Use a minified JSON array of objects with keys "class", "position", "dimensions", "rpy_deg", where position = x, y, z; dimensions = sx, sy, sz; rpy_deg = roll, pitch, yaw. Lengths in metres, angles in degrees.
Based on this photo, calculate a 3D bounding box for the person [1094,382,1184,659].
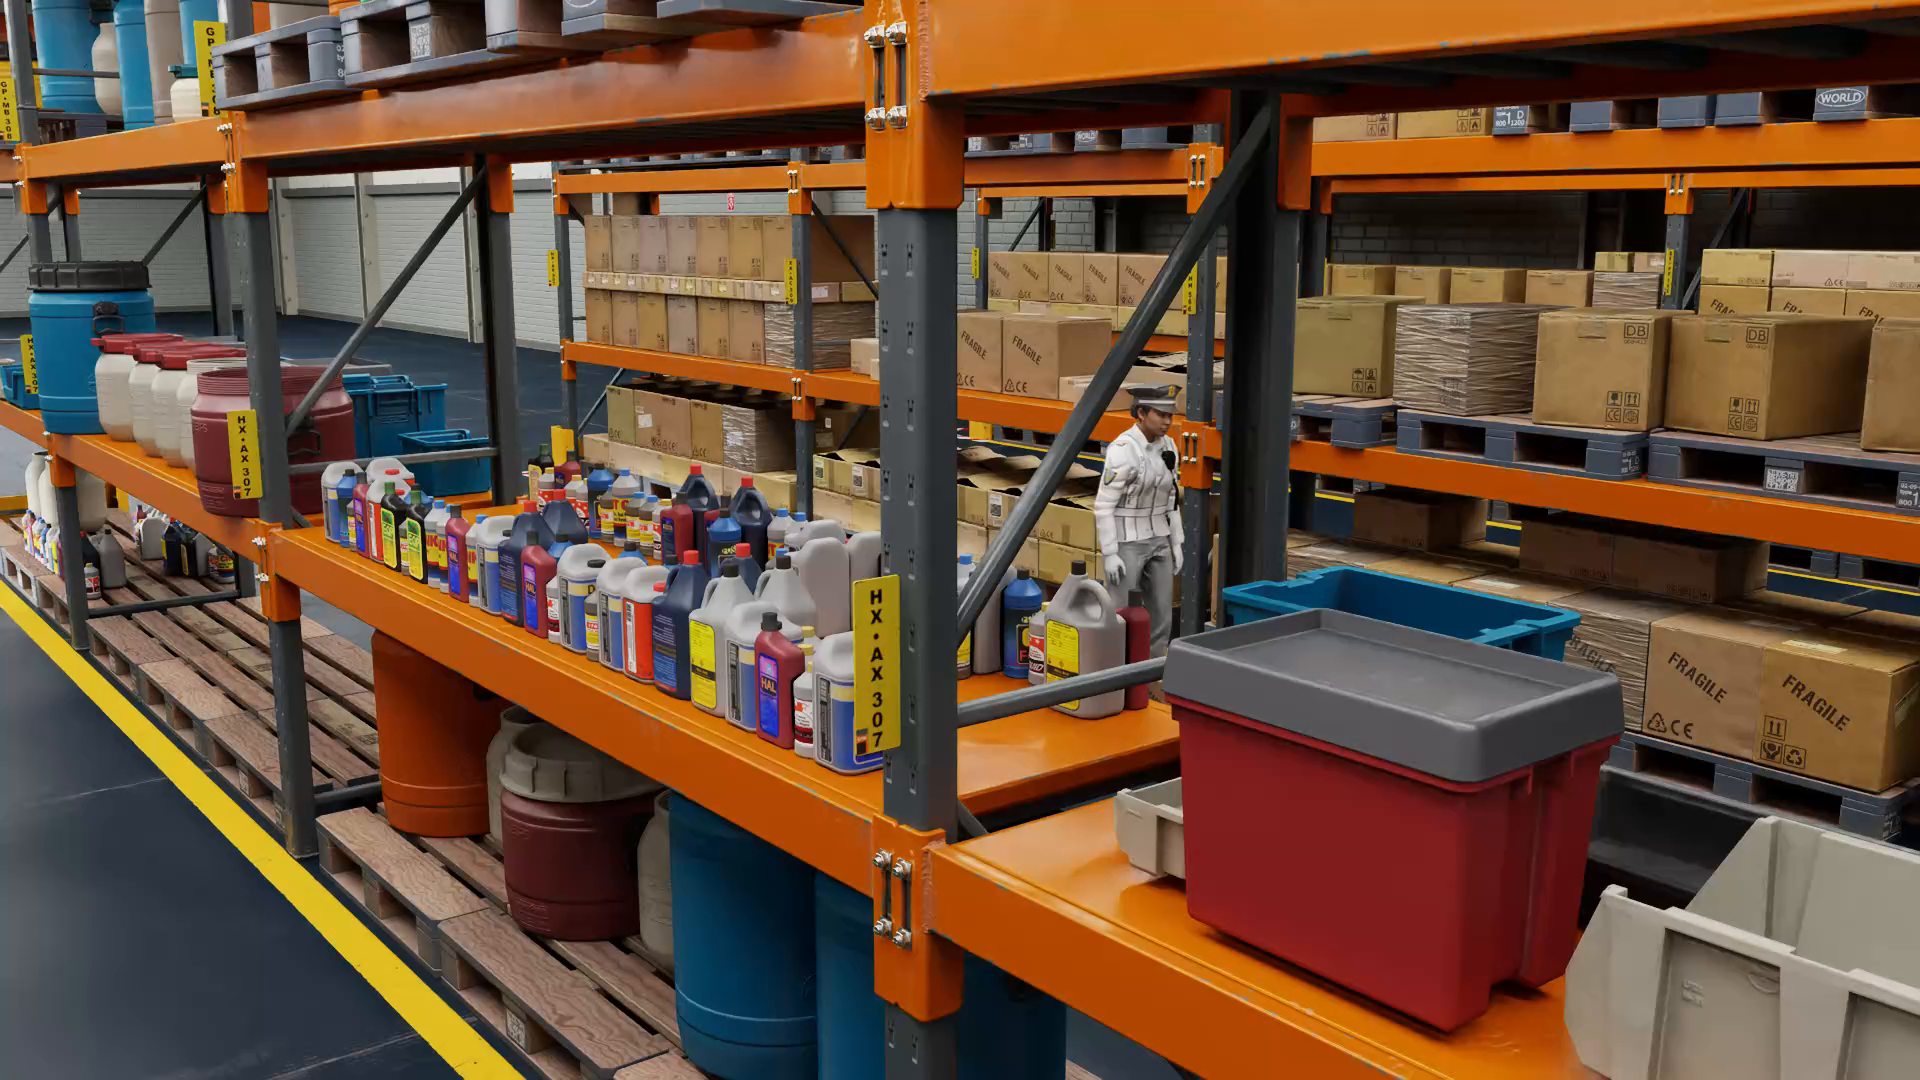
[{"class":"person","position":[0.895,0.058,8.129],"dimensions":[0.530,1.663,0.404],"rpy_deg":[-9,14,-37]}]
